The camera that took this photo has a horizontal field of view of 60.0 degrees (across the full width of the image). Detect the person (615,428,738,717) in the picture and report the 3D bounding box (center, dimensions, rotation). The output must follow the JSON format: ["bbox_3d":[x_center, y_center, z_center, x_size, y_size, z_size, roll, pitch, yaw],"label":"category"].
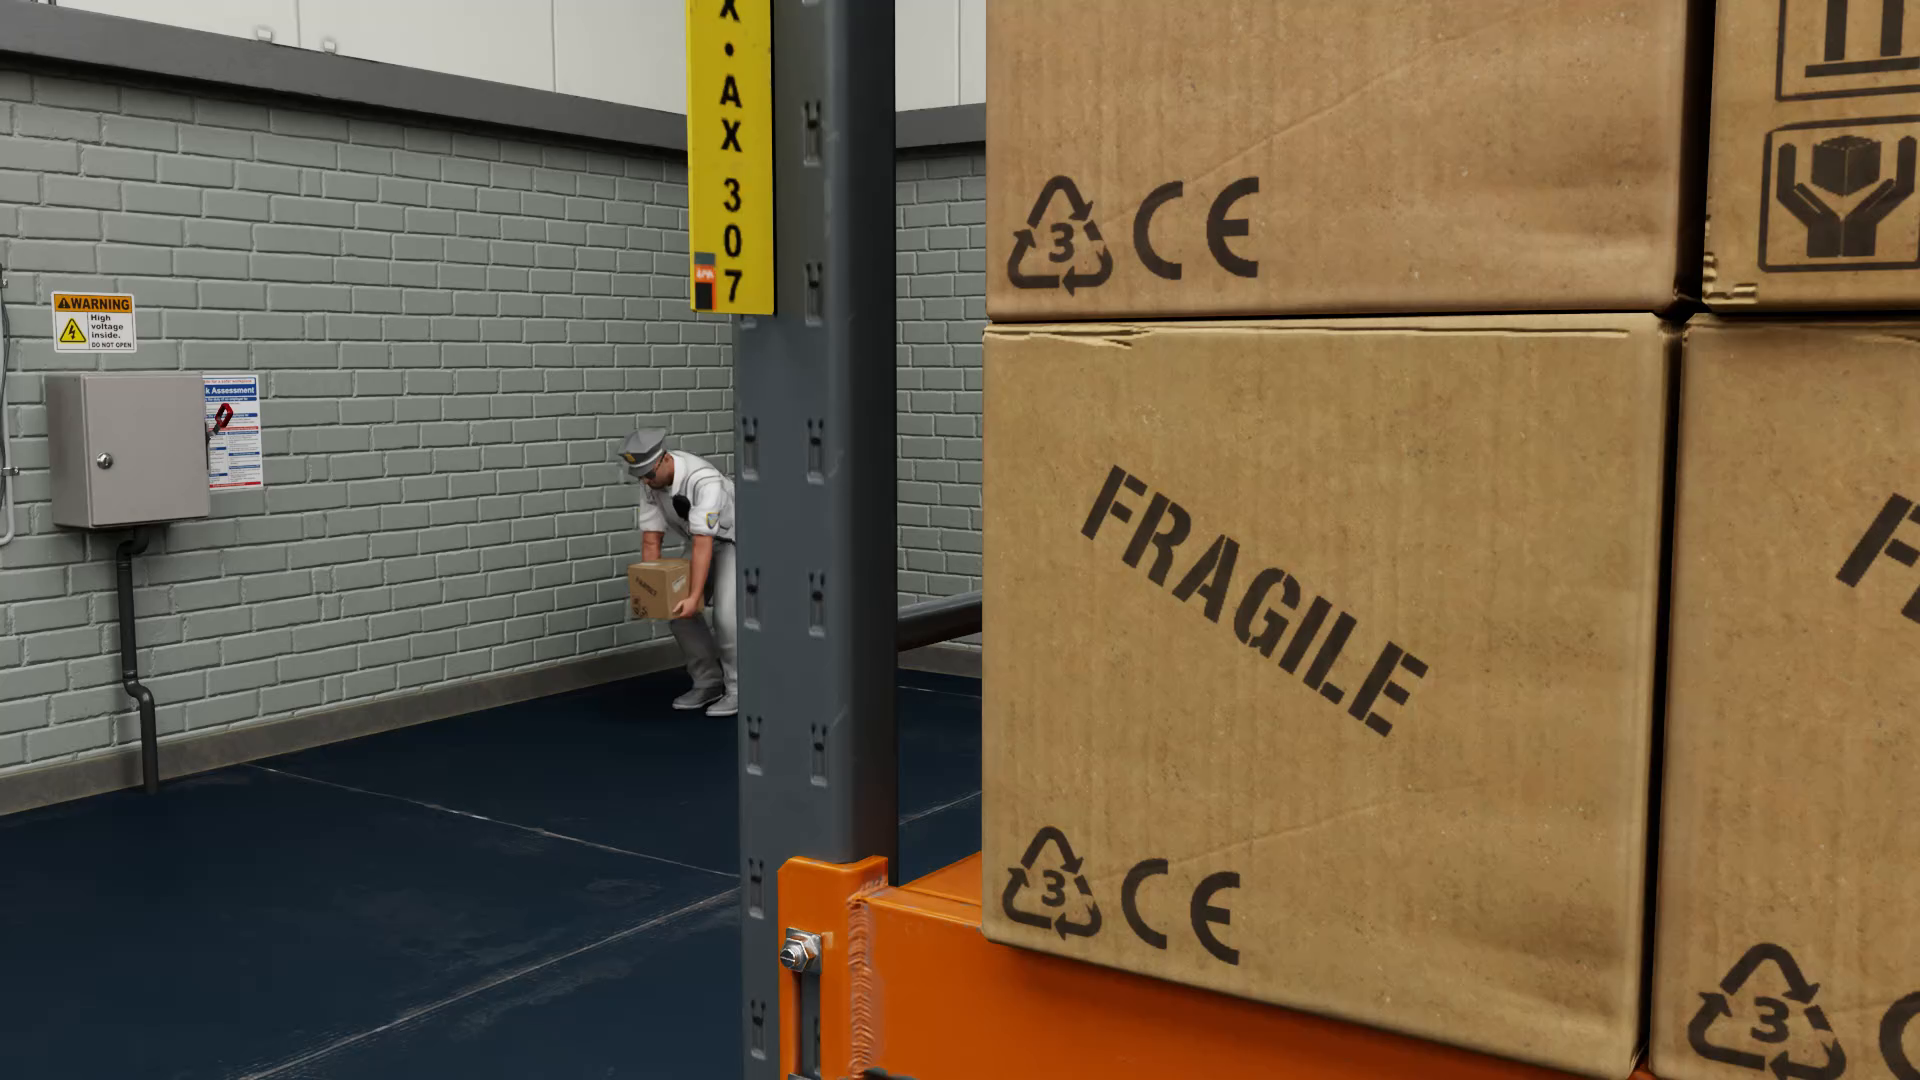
[{"bbox_3d":[-1.329,0.160,8.221,0.490,1.445,0.931,4,7,32],"label":"person"}]
